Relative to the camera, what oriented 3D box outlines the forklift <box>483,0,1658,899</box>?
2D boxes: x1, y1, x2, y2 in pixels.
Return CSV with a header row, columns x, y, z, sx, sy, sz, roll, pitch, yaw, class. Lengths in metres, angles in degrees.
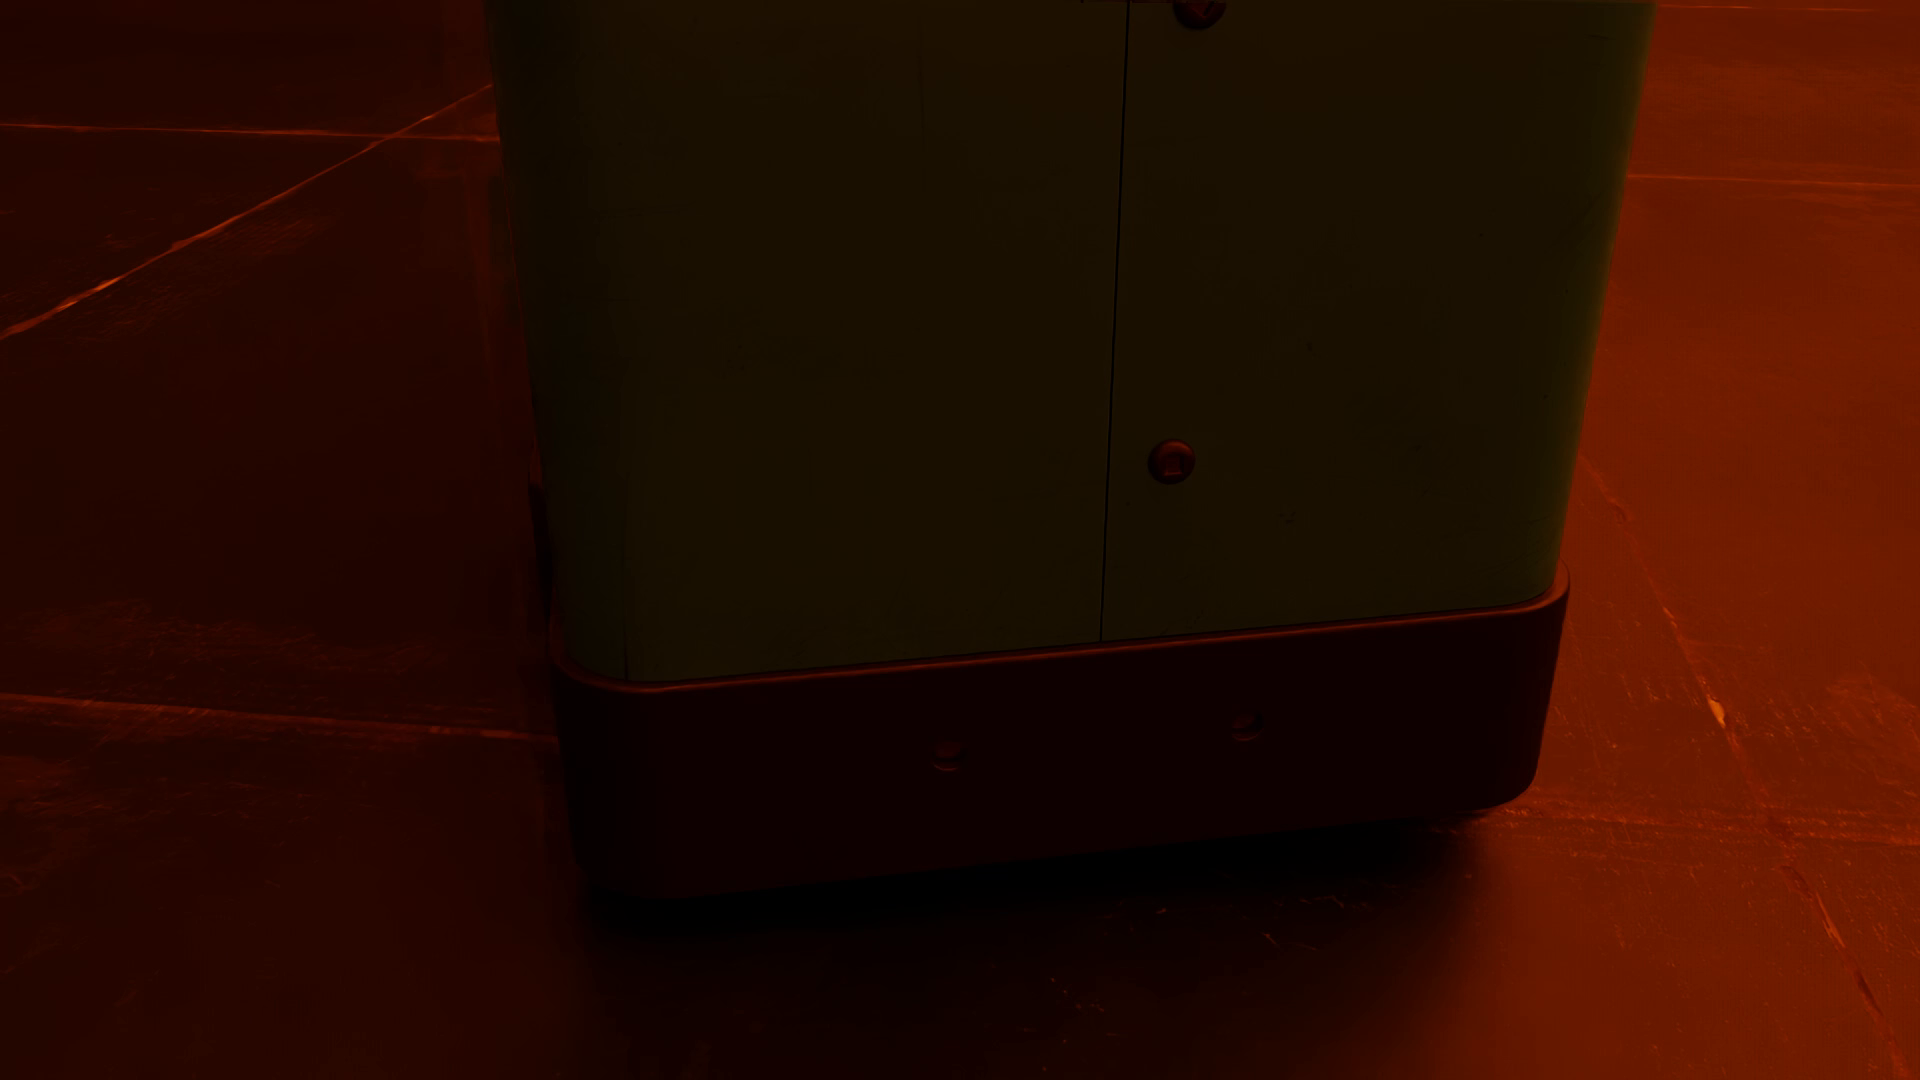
x,y,z,sx,sy,sz,roll,pitch,yaw,class
-0.128,-1.593,2.410,1.130,2.935,3.031,-5,27,-9,forklift
